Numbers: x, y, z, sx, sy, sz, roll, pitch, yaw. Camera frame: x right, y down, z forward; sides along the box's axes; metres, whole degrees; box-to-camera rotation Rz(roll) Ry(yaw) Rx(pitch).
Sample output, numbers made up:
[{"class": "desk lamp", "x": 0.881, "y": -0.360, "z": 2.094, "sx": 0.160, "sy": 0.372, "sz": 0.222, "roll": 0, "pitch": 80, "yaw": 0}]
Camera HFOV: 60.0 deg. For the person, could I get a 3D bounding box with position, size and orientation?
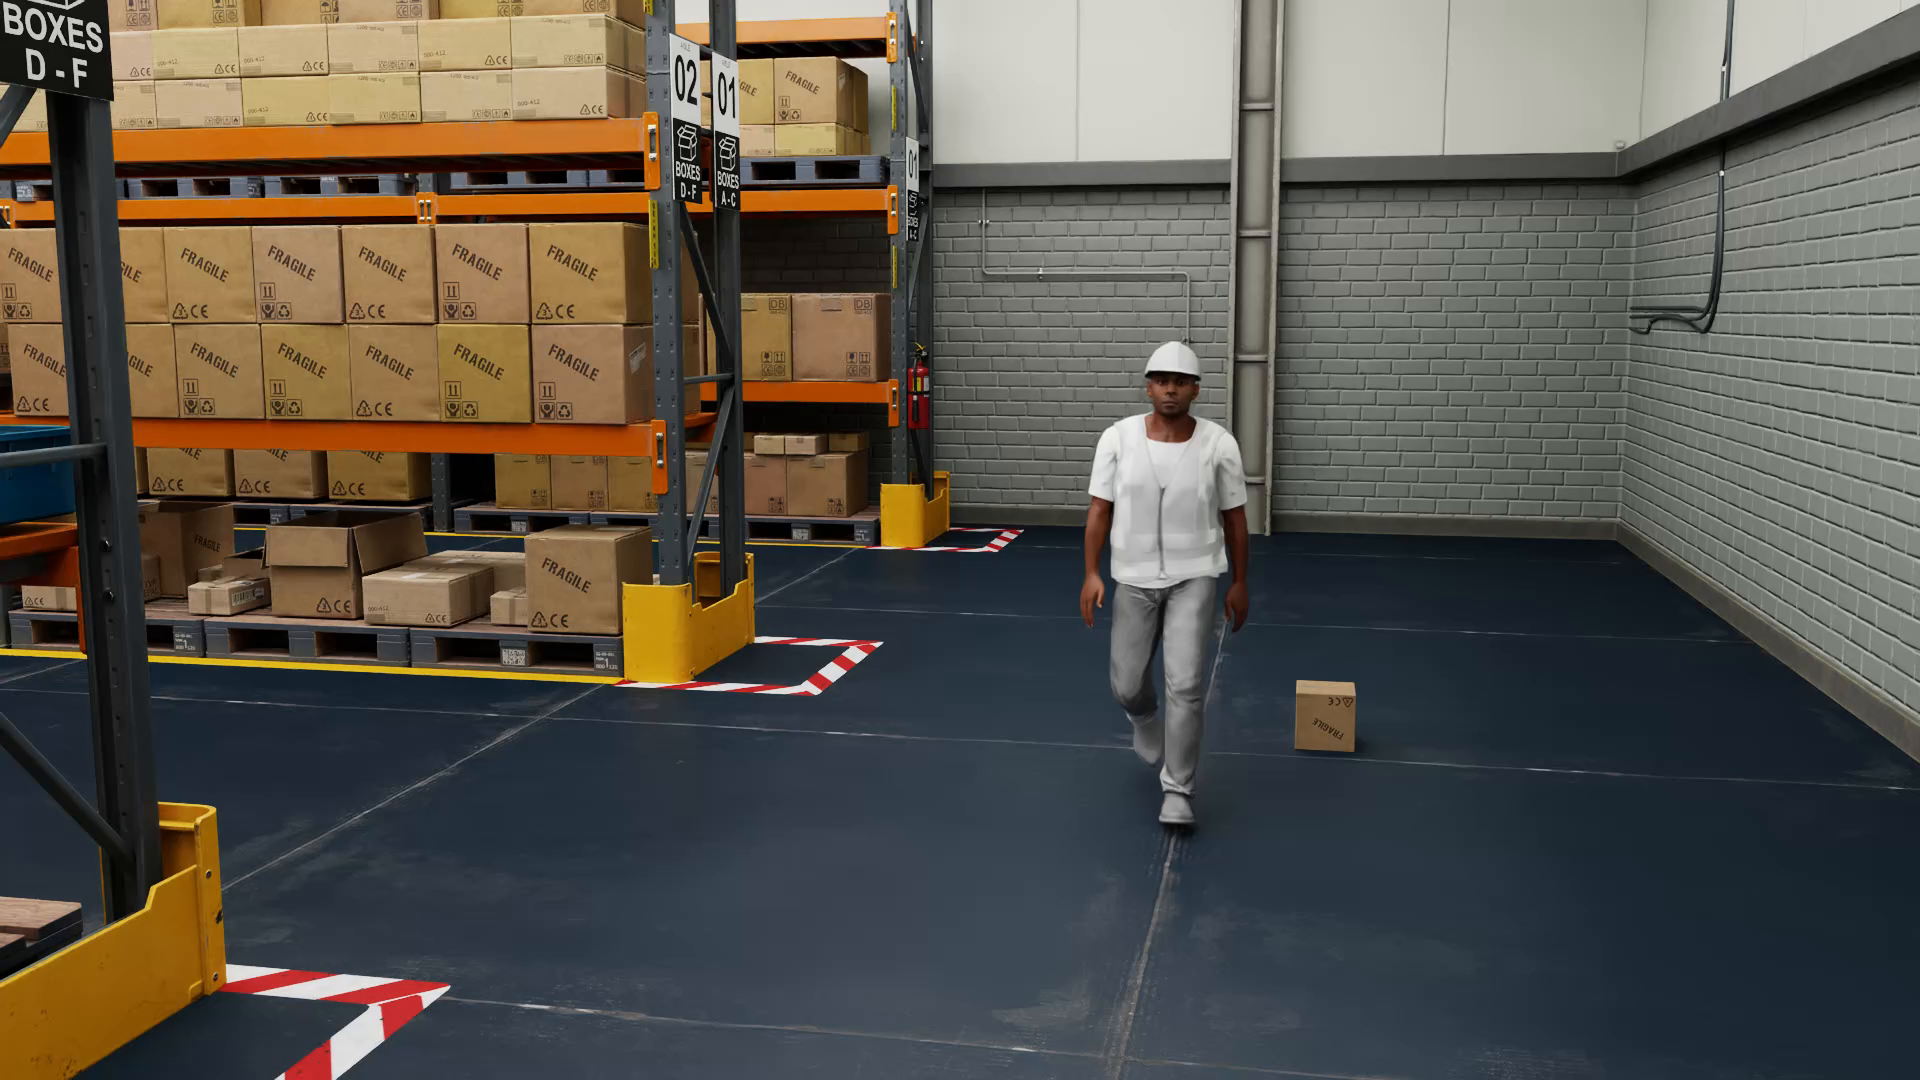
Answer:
[{"class": "person", "x": 0.773, "y": 0.134, "z": 6.208, "sx": 0.604, "sy": 1.742, "sz": 0.779, "roll": 2, "pitch": 8, "yaw": 15}]
